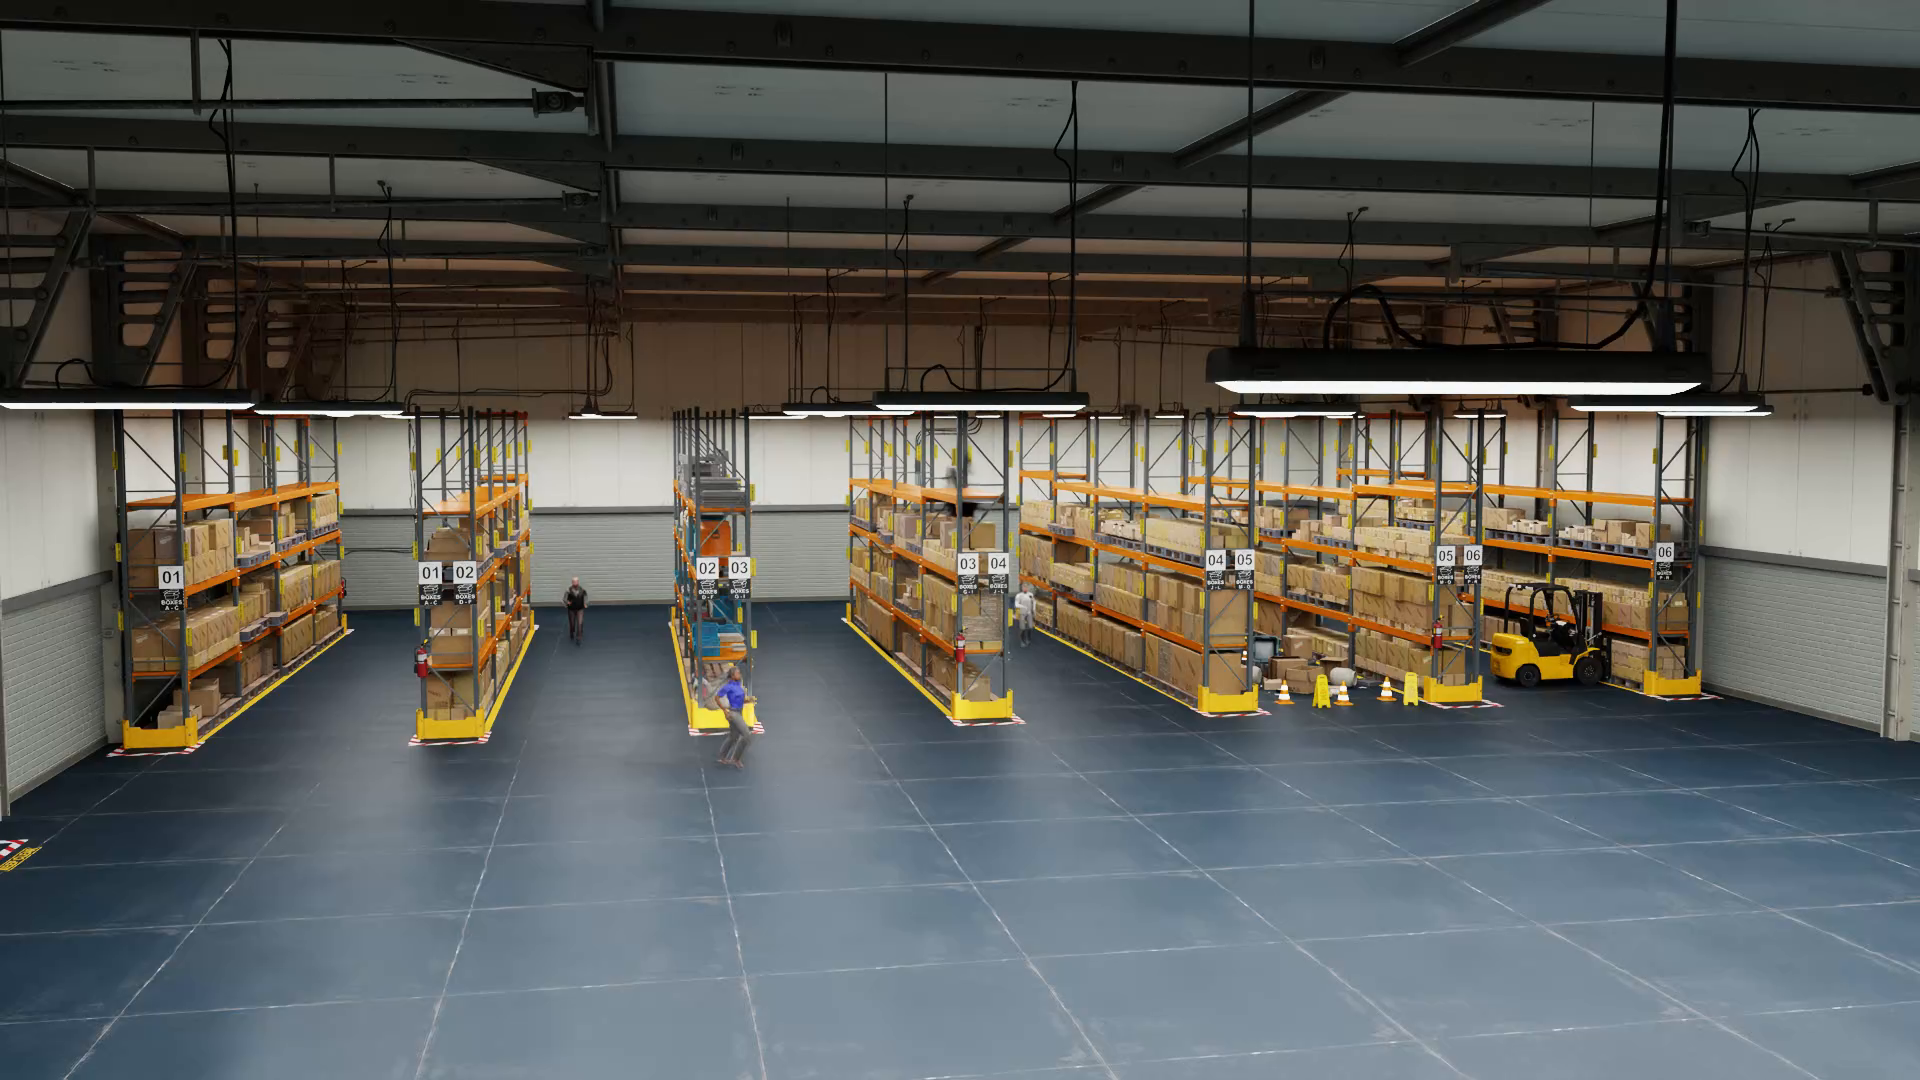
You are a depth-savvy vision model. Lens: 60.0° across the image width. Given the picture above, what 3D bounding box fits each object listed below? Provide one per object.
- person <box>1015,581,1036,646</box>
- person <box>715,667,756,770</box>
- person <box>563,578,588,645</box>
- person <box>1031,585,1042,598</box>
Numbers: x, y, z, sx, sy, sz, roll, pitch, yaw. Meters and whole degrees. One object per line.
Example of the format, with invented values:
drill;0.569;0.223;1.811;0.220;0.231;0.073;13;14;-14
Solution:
person;1.679;1.881;42.198;0.590;1.655;0.619;-1;4;-8
person;-3.702;2.948;27.494;0.701;1.693;0.542;1;4;10
person;-9.932;1.819;42.979;0.647;1.717;0.906;-1;4;-18
person;2.299;1.360;49.863;0.568;1.653;0.609;-1;4;-13
